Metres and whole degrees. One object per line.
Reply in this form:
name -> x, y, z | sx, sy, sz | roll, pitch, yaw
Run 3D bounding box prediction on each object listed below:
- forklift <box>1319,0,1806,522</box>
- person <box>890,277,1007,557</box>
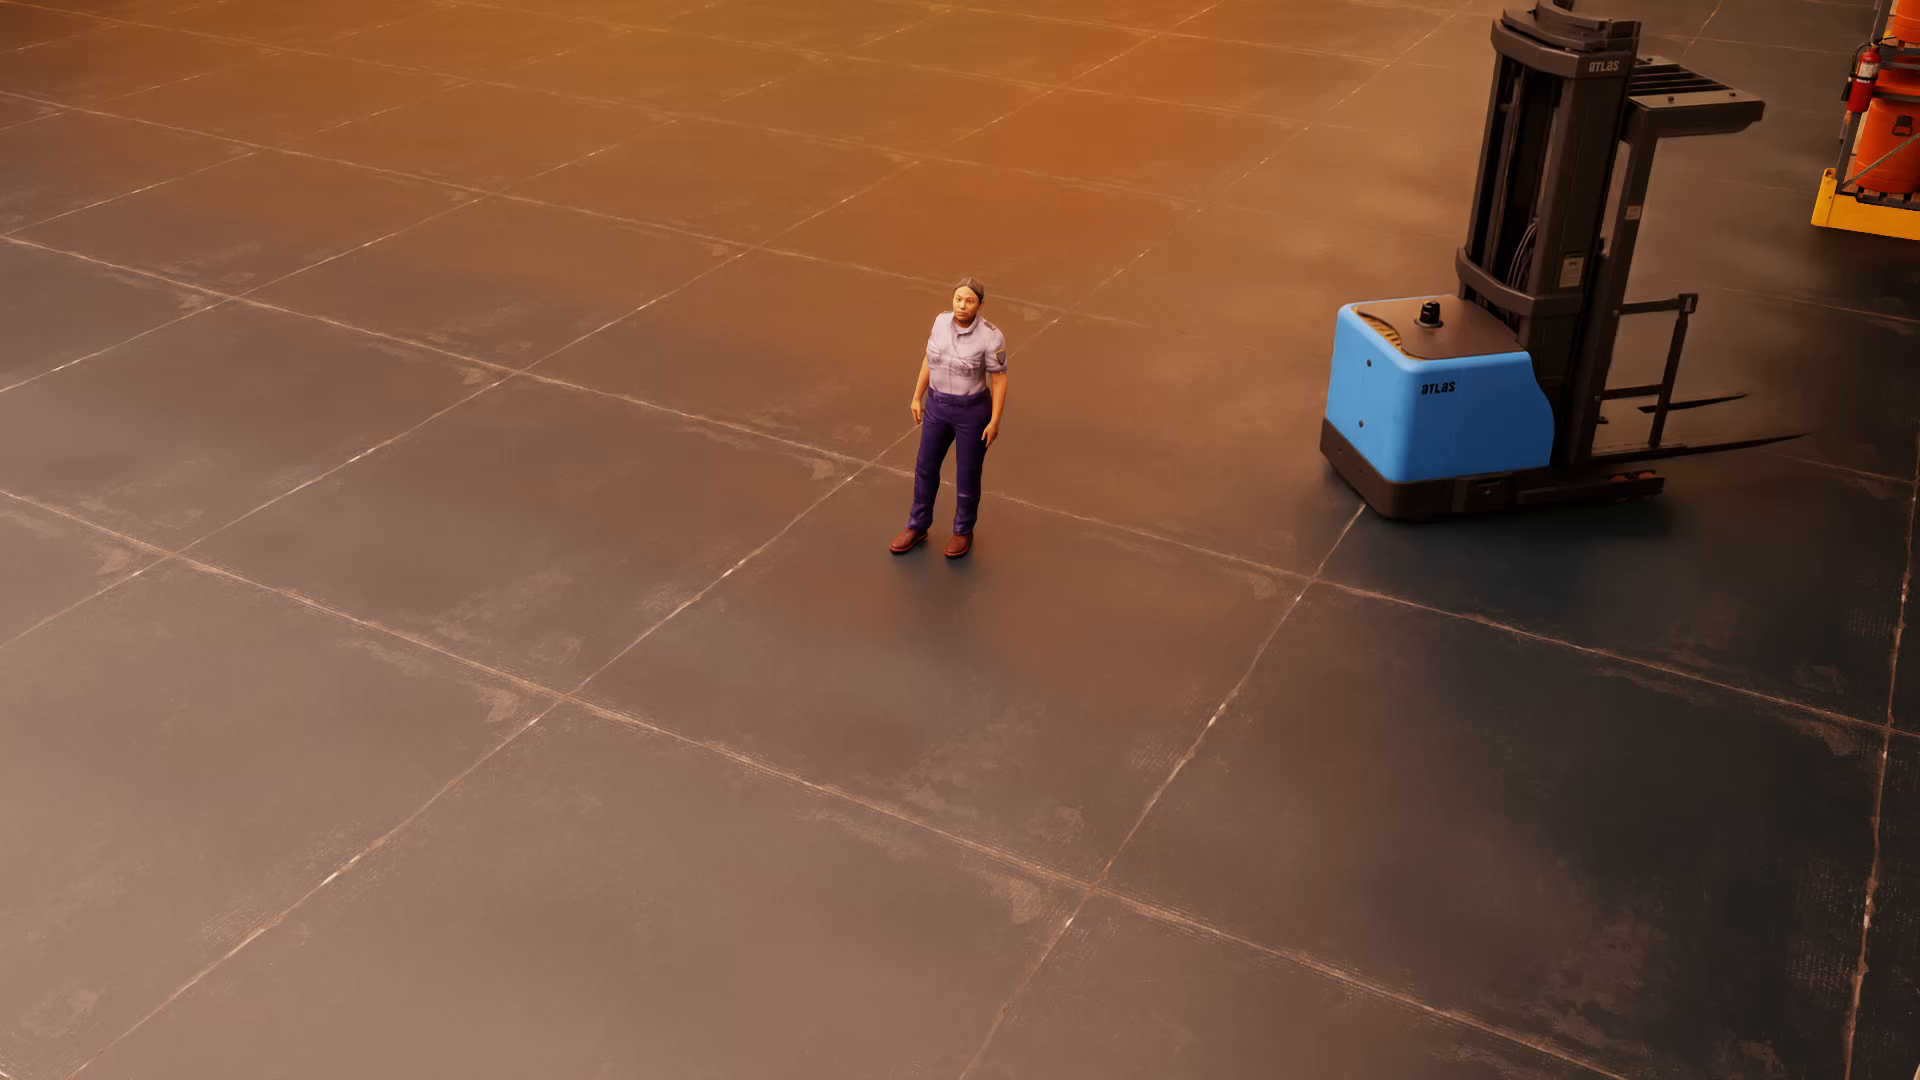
forklift -> 3.925, -1.754, 10.111 | 3.031, 2.935, 1.130 | -7, 31, -11
person -> -0.063, -0.686, 9.529 | 0.599, 1.650, 0.503 | 15, 33, 25
